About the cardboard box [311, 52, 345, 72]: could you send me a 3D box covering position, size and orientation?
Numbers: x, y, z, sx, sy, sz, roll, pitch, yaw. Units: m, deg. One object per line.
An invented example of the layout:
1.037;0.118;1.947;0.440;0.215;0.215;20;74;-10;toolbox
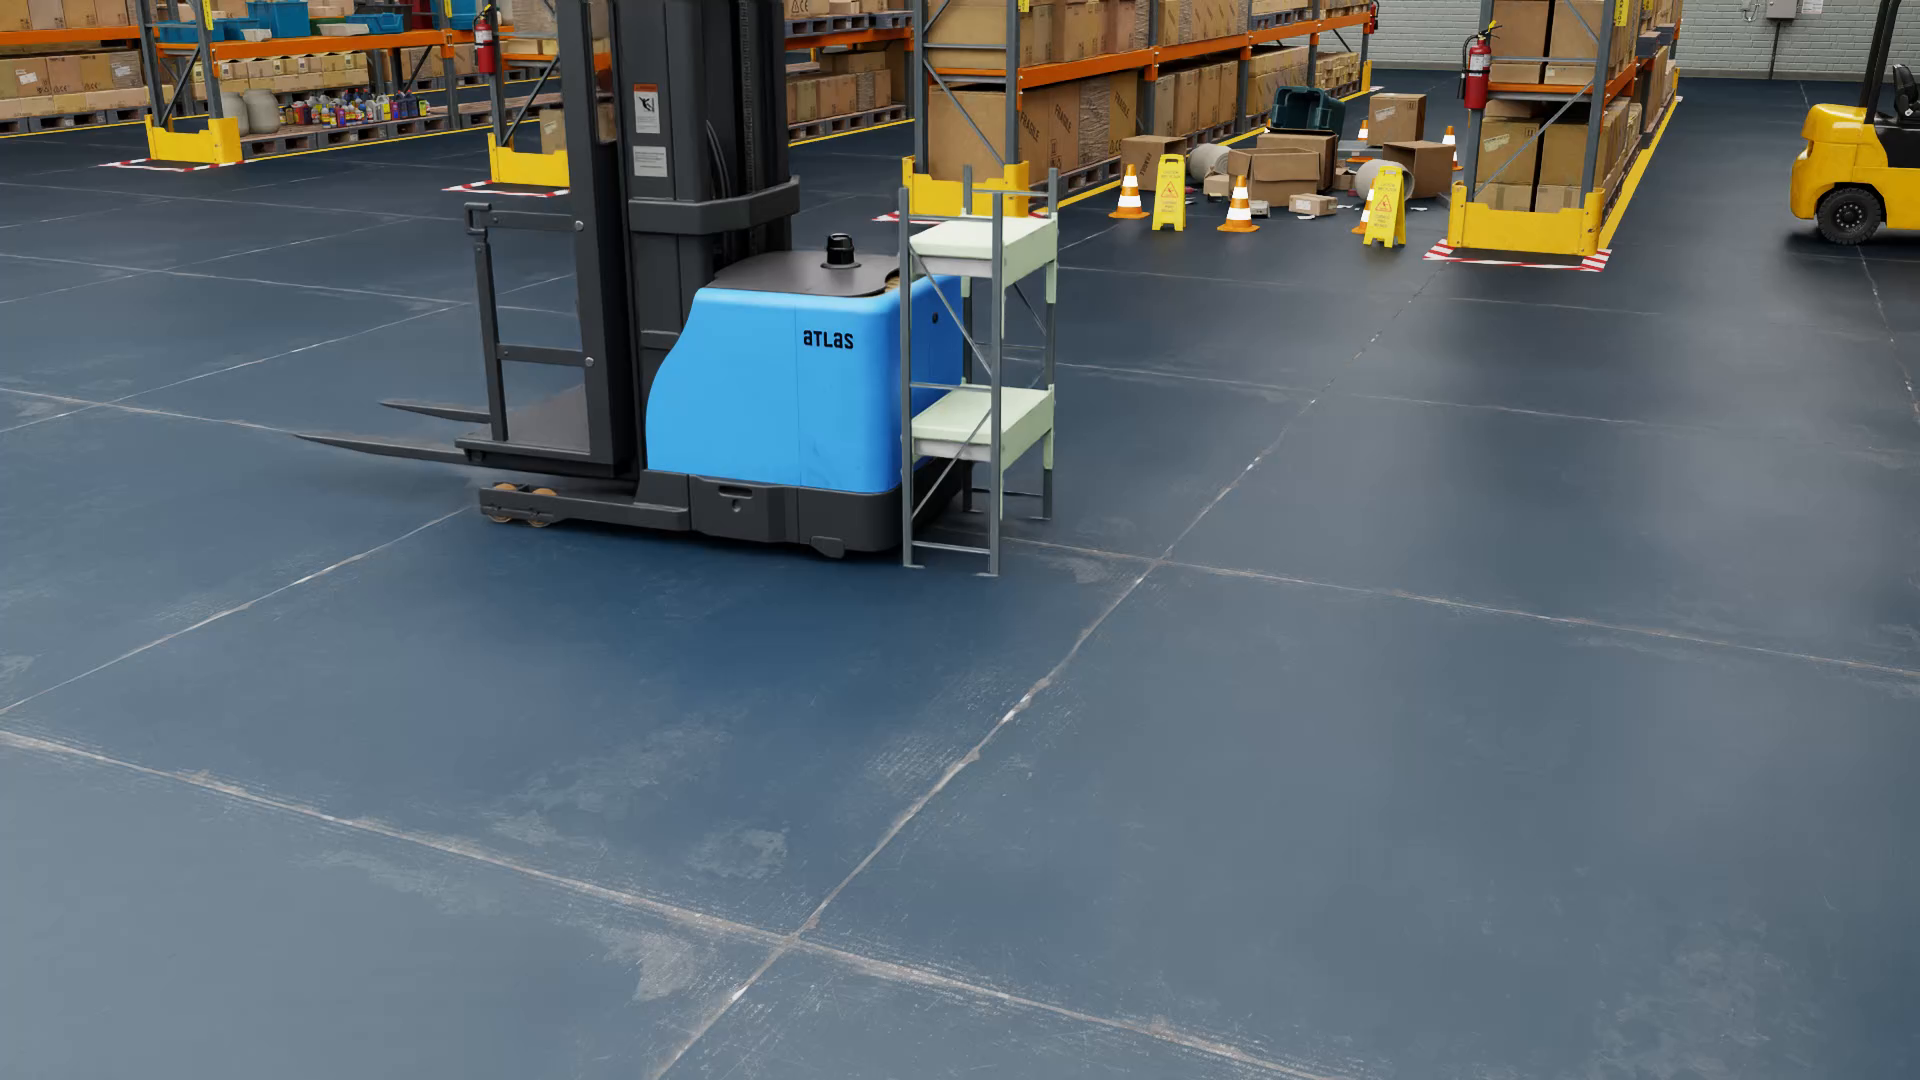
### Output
-10.382;-7.785;27.023;0.500;0.311;0.500;8;21;22;cardboard box

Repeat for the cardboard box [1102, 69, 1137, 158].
1.375;-4.692;18.229;0.875;0.875;0.875;9;21;24;cardboard box

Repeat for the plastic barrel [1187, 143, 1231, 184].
2.631;-3.907;17.322;0.421;0.421;0.512;-9;22;-24;plastic barrel

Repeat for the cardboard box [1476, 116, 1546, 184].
4.706;-3.343;14.250;0.500;0.500;0.500;9;21;23;cardboard box

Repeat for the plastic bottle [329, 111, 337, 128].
-7.875;-5.278;20.853;0.097;0.201;0.097;0;20;0;plastic bottle

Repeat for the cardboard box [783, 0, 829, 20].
-2.334;-7.093;20.916;1.000;1.000;1.000;9;21;23;cardboard box

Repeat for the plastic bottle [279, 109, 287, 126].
-8.592;-5.356;21.073;0.097;0.201;0.097;0;20;0;plastic bottle

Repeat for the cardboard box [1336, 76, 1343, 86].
6.118;-7.605;27.505;0.380;0.149;0.250;9;21;24;cardboard box

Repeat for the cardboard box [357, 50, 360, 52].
-12.669;-10.108;34.019;0.700;0.500;0.500;9;21;23;cardboard box

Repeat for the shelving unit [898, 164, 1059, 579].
0.085;-0.695;6.685;0.431;1.500;0.755;7;21;18;shelving unit

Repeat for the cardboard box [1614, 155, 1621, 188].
6.048;-3.550;15.951;0.500;0.250;0.500;8;21;21;cardboard box

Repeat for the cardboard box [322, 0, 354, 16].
-10.374;-8.825;27.441;0.500;0.311;0.500;10;22;26;cardboard box

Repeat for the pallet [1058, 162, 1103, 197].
0.815;-3.768;17.249;1.003;0.211;1.213;9;21;23;pallet

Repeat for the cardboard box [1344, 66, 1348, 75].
6.243;-7.821;27.668;0.380;0.149;0.250;9;21;24;cardboard box

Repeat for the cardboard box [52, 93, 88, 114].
-12.423;-6.021;22.899;0.500;0.250;0.500;9;21;23;cardboard box

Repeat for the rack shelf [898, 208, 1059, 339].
0.085;-1.063;6.554;0.431;0.370;0.720;7;21;18;rack shelf

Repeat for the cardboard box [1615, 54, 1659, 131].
8.250;-5.649;20.920;0.875;0.875;0.875;8;21;22;cardboard box

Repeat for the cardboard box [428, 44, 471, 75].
-9.110;-8.576;29.680;0.500;0.500;0.500;8;21;21;cardboard box

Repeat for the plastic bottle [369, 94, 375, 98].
-7.944;-5.853;22.358;0.152;0.276;0.135;9;22;25;plastic bottle

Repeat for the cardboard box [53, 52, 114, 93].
-12.231;-6.529;23.208;0.500;0.500;0.500;9;21;23;cardboard box

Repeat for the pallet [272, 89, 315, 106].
-11.059;-7.041;26.451;1.003;0.211;1.213;9;21;23;pallet

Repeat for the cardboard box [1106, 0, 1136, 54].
1.351;-5.463;17.629;0.875;0.550;0.550;9;21;23;cardboard box

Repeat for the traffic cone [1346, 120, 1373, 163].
4.690;-4.631;19.301;0.336;0.463;0.334;9;21;23;traffic cone

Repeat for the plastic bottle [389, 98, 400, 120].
-7.414;-5.646;21.764;0.061;0.283;0.133;10;22;26;plastic bottle

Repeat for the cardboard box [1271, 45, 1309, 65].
4.898;-7.234;24.819;0.500;0.250;0.500;8;21;21;cardboard box

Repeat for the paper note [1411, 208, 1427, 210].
4.363;-3.148;15.774;0.142;0.019;0.148;1;20;4;paper note

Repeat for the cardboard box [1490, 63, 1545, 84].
4.573;-3.832;13.642;0.380;0.149;0.250;9;22;25;cardboard box

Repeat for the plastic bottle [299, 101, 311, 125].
-8.366;-5.454;21.225;0.061;0.283;0.133;9;21;23;plastic bottle

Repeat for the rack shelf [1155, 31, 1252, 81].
2.515;-5.950;20.297;1.077;0.370;4.000;9;21;23;rack shelf

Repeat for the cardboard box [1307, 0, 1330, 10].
5.405;-8.427;25.596;0.500;0.500;0.500;8;21;22;cardboard box

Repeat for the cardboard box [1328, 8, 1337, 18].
5.766;-8.375;26.416;0.380;0.149;0.250;9;21;24;cardboard box

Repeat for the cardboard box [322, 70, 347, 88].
-10.386;-7.522;27.121;0.500;0.250;0.500;8;21;22;cardboard box

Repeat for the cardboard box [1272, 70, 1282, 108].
4.265;-6.414;23.630;0.500;0.500;0.500;8;21;21;cardboard box

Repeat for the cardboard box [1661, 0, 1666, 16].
8.537;-6.696;20.798;0.500;0.250;0.500;9;22;24;cardboard box

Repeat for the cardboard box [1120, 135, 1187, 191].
1.997;-3.886;17.145;0.500;0.500;0.500;13;23;32;cardboard box

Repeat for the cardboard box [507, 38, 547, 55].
-4.497;-5.164;17.386;0.380;0.149;0.250;9;21;23;cardboard box

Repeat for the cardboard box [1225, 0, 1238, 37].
3.189;-6.621;20.960;0.500;0.500;0.500;9;21;23;cardboard box

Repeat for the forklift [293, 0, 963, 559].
-1.542;-1.591;7.069;3.031;2.935;1.130;7;21;18;forklift

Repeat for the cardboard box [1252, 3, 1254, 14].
3.701;-7.089;22.174;0.380;0.149;0.250;8;21;22;cardboard box

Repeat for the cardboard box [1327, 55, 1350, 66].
6.256;-7.959;27.611;0.380;0.149;0.250;9;22;25;cardboard box

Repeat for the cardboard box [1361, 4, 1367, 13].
6.734;-9.089;28.425;0.380;0.149;0.250;9;21;23;cardboard box

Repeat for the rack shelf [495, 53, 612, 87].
-3.607;-5.439;18.859;1.077;0.370;4.000;9;21;23;rack shelf

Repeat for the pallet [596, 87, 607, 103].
-5.383;-7.224;26.968;1.003;0.211;1.213;9;21;23;pallet

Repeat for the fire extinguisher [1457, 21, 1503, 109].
4.148;-3.798;13.288;0.296;0.674;0.183;9;21;23;fire extinguisher

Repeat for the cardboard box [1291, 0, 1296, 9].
4.677;-7.822;24.236;0.380;0.149;0.250;7;21;20;cardboard box

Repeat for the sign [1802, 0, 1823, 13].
15.847;-10.043;30.873;0.329;0.494;0.001;9;21;23;sign

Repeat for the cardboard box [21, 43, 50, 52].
-15.671;-8.333;27.878;0.500;0.250;0.500;8;21;21;cardboard box

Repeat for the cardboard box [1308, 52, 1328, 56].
6.082;-8.267;28.477;0.380;0.149;0.250;9;21;24;cardboard box

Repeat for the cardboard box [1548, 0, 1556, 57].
4.796;-4.350;14.131;0.500;0.500;0.500;9;21;23;cardboard box

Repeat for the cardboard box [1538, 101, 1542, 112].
5.010;-3.927;14.923;0.380;0.149;0.250;10;22;25;cardboard box

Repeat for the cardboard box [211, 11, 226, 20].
-11.274;-7.874;25.008;0.380;0.149;0.250;9;21;23;cardboard box

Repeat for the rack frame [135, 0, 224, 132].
-8.944;-5.846;18.931;1.000;3.000;0.127;9;21;23;rack frame

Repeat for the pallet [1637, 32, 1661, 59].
6.699;-5.153;17.267;1.003;0.211;1.213;9;21;23;pallet

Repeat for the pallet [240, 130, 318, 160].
-8.618;-4.810;20.177;1.003;0.211;1.213;9;21;23;pallet

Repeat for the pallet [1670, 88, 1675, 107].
10.911;-7.129;26.699;1.003;0.211;1.213;9;21;23;pallet

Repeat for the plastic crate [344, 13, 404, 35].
-7.512;-6.623;21.338;0.499;0.251;0.616;9;21;23;plastic crate

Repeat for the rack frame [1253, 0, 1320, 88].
4.972;-8.123;25.334;1.000;3.000;0.127;9;21;23;rack frame
